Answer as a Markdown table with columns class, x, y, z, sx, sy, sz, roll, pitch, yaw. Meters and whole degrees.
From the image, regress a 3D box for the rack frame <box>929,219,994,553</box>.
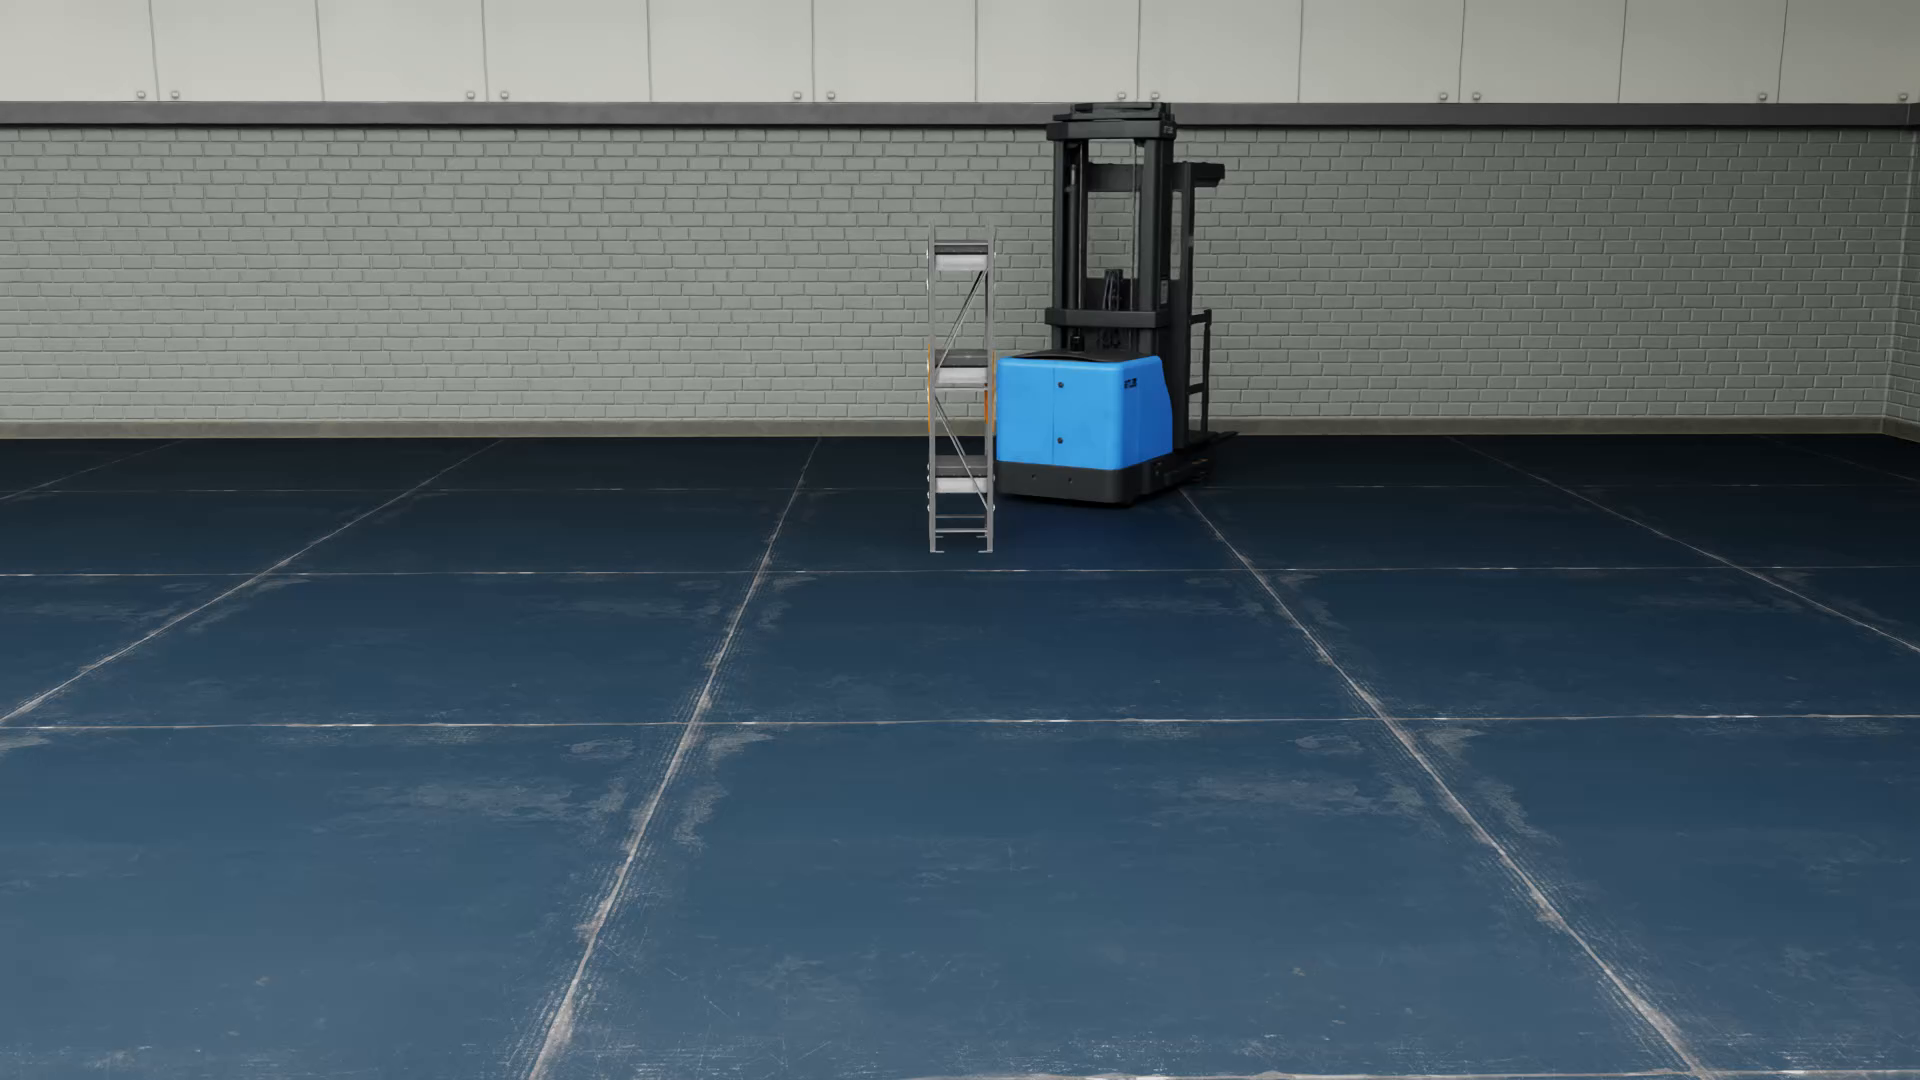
| class | x | y | z | sx | sy | sz | roll | pitch | yaw |
| --- | --- | --- | --- | --- | --- | --- | --- | --- | --- |
| rack frame | 0.008 | -0.948 | 10.449 | 0.400 | 2.100 | 0.015 | 0 | 11 | -1 |

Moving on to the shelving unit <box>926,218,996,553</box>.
| class | x | y | z | sx | sy | sz | roll | pitch | yaw |
| --- | --- | --- | --- | --- | --- | --- | --- | --- | --- |
| shelving unit | 0.003 | -0.996 | 10.688 | 0.431 | 2.100 | 0.503 | 0 | 11 | -1 |

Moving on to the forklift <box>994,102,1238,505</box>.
| class | x | y | z | sx | sy | sz | roll | pitch | yaw |
| --- | --- | --- | --- | --- | --- | --- | --- | --- | --- |
| forklift | 1.415 | -1.939 | 13.245 | 1.130 | 2.935 | 3.031 | 6 | 13 | 29 |

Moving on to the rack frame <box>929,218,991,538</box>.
| class | x | y | z | sx | sy | sz | roll | pitch | yaw |
| --- | --- | --- | --- | --- | --- | --- | --- | --- | --- |
| rack frame | -0.002 | -1.045 | 10.927 | 0.400 | 2.100 | 0.015 | 0 | 11 | -1 |

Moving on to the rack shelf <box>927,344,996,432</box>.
| class | x | y | z | sx | sy | sz | roll | pitch | yaw |
| --- | --- | --- | --- | --- | --- | --- | --- | --- | --- |
| rack shelf | 0.003 | -0.983 | 10.691 | 0.431 | 0.518 | 0.480 | 0 | 11 | -1 |

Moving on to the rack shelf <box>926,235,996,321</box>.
| class | x | y | z | sx | sy | sz | roll | pitch | yaw |
| --- | --- | --- | --- | --- | --- | --- | --- | --- | --- |
| rack shelf | 0.003 | -1.669 | 10.552 | 0.431 | 0.518 | 0.480 | 0 | 11 | -1 |

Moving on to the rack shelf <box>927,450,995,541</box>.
| class | x | y | z | sx | sy | sz | roll | pitch | yaw |
| --- | --- | --- | --- | --- | --- | --- | --- | --- | --- |
| rack shelf | 0.003 | -0.297 | 10.830 | 0.431 | 0.518 | 0.480 | 0 | 11 | -1 |
